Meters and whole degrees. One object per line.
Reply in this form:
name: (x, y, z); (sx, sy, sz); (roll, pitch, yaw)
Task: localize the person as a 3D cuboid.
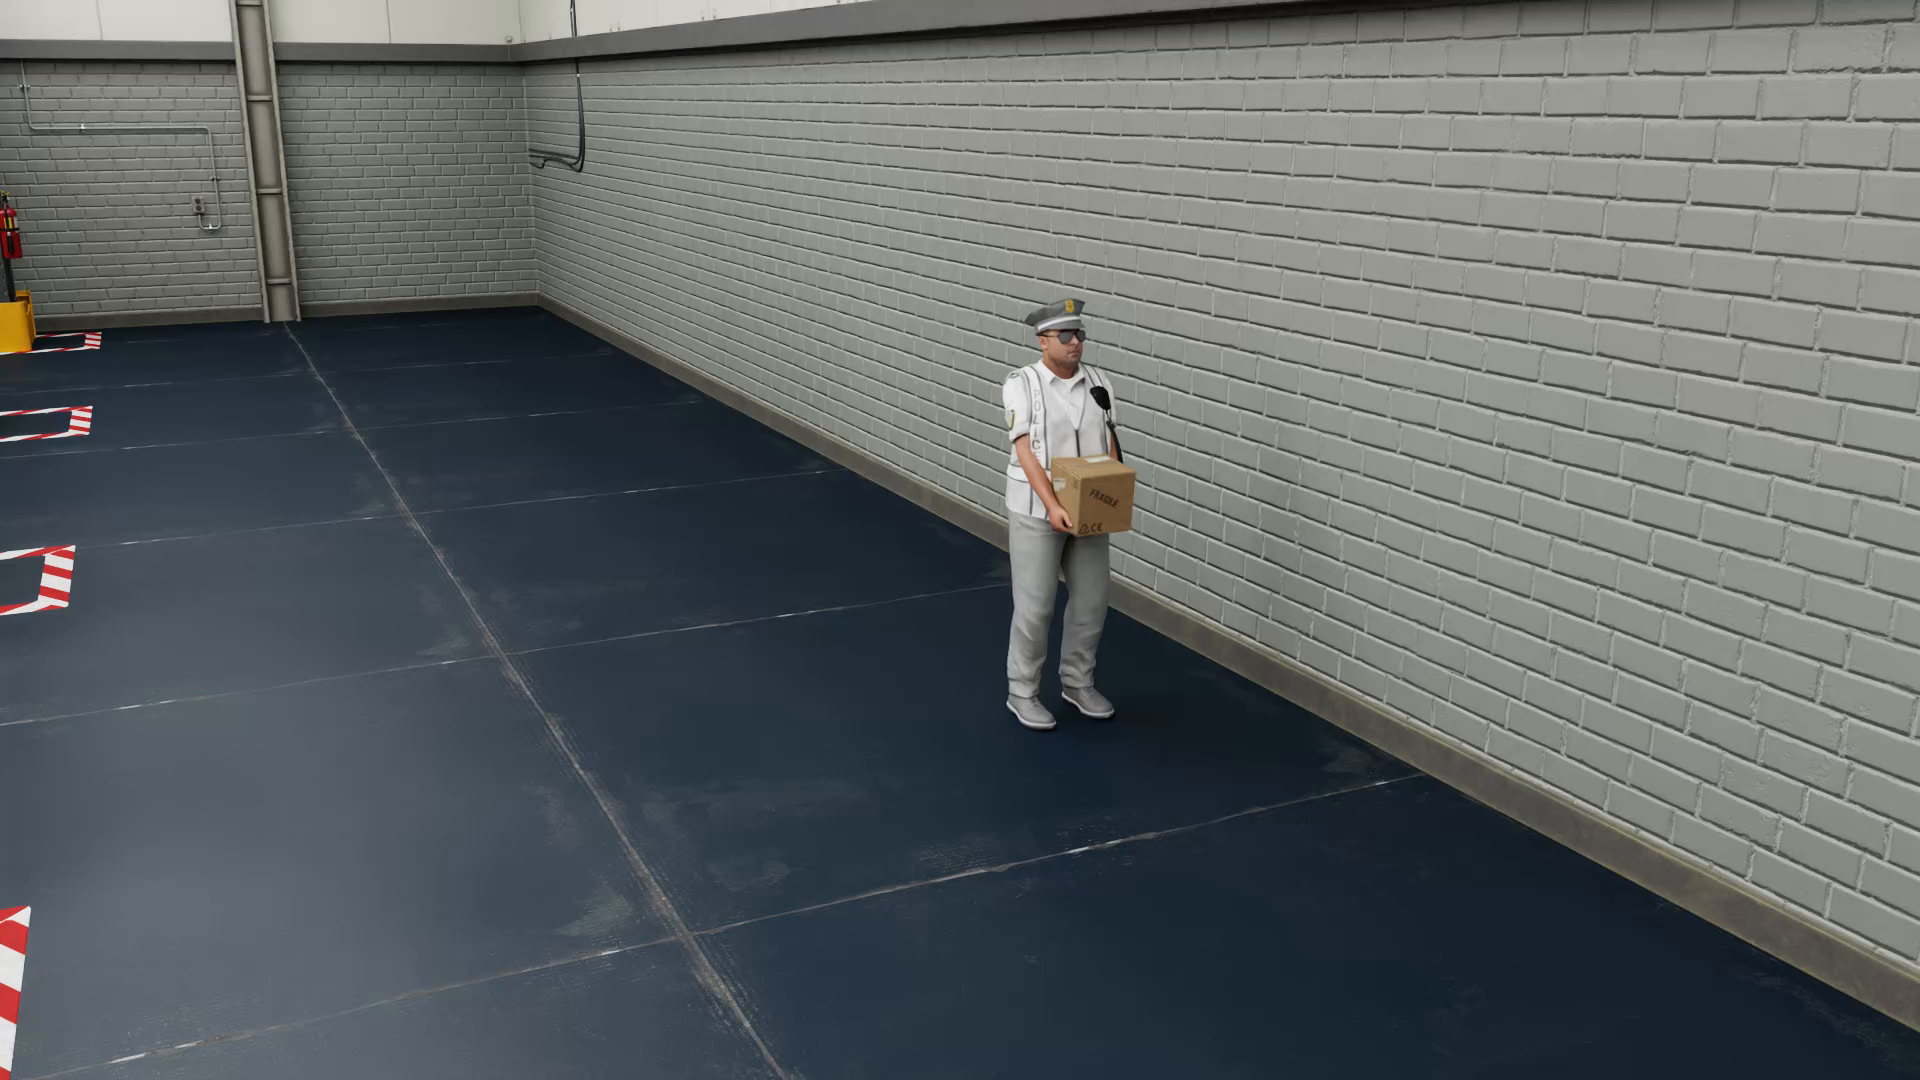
person: (0.456, -0.104, 6.859); (0.494, 1.766, 0.565); (-7, 17, -24)
